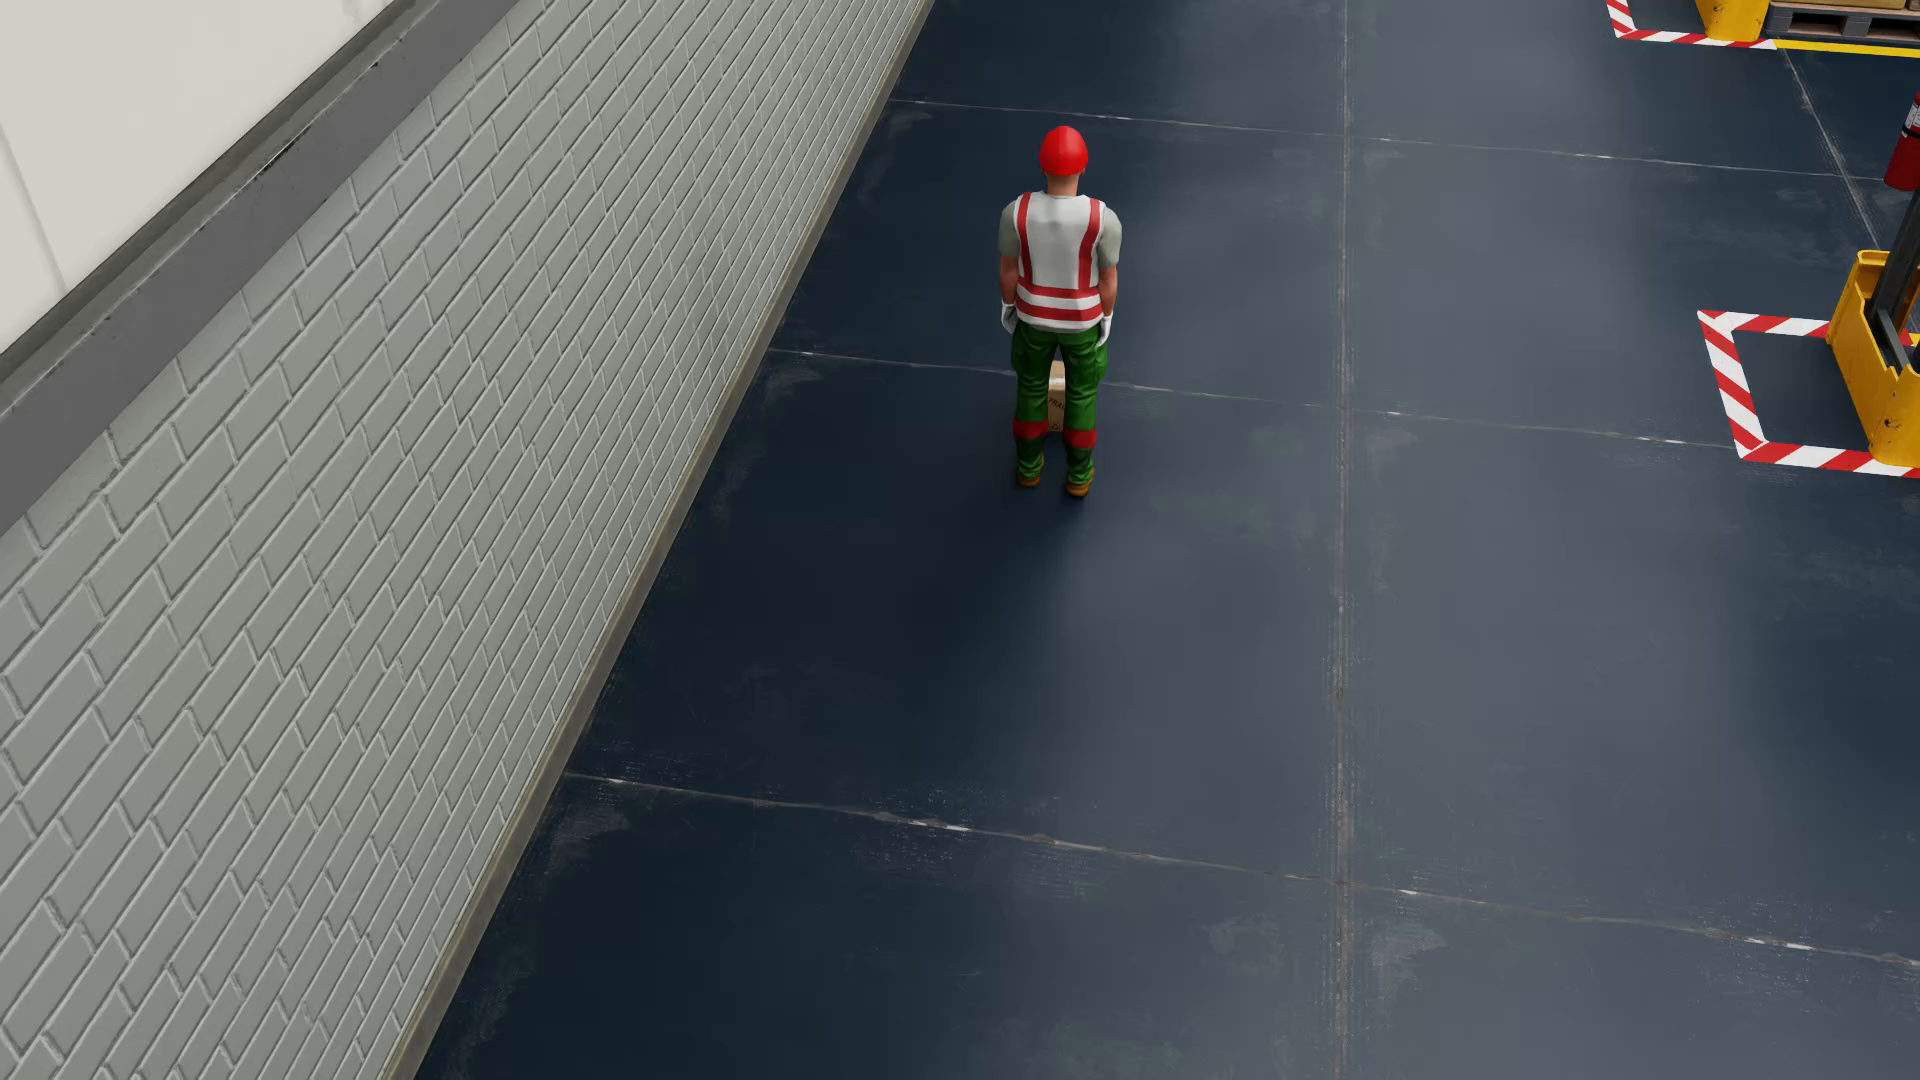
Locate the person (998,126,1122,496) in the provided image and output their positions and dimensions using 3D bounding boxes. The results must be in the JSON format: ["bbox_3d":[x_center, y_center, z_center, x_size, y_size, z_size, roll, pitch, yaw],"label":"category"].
[{"bbox_3d":[0.429,-0.984,7.323,0.524,1.805,0.346,7,41,9],"label":"person"}]
